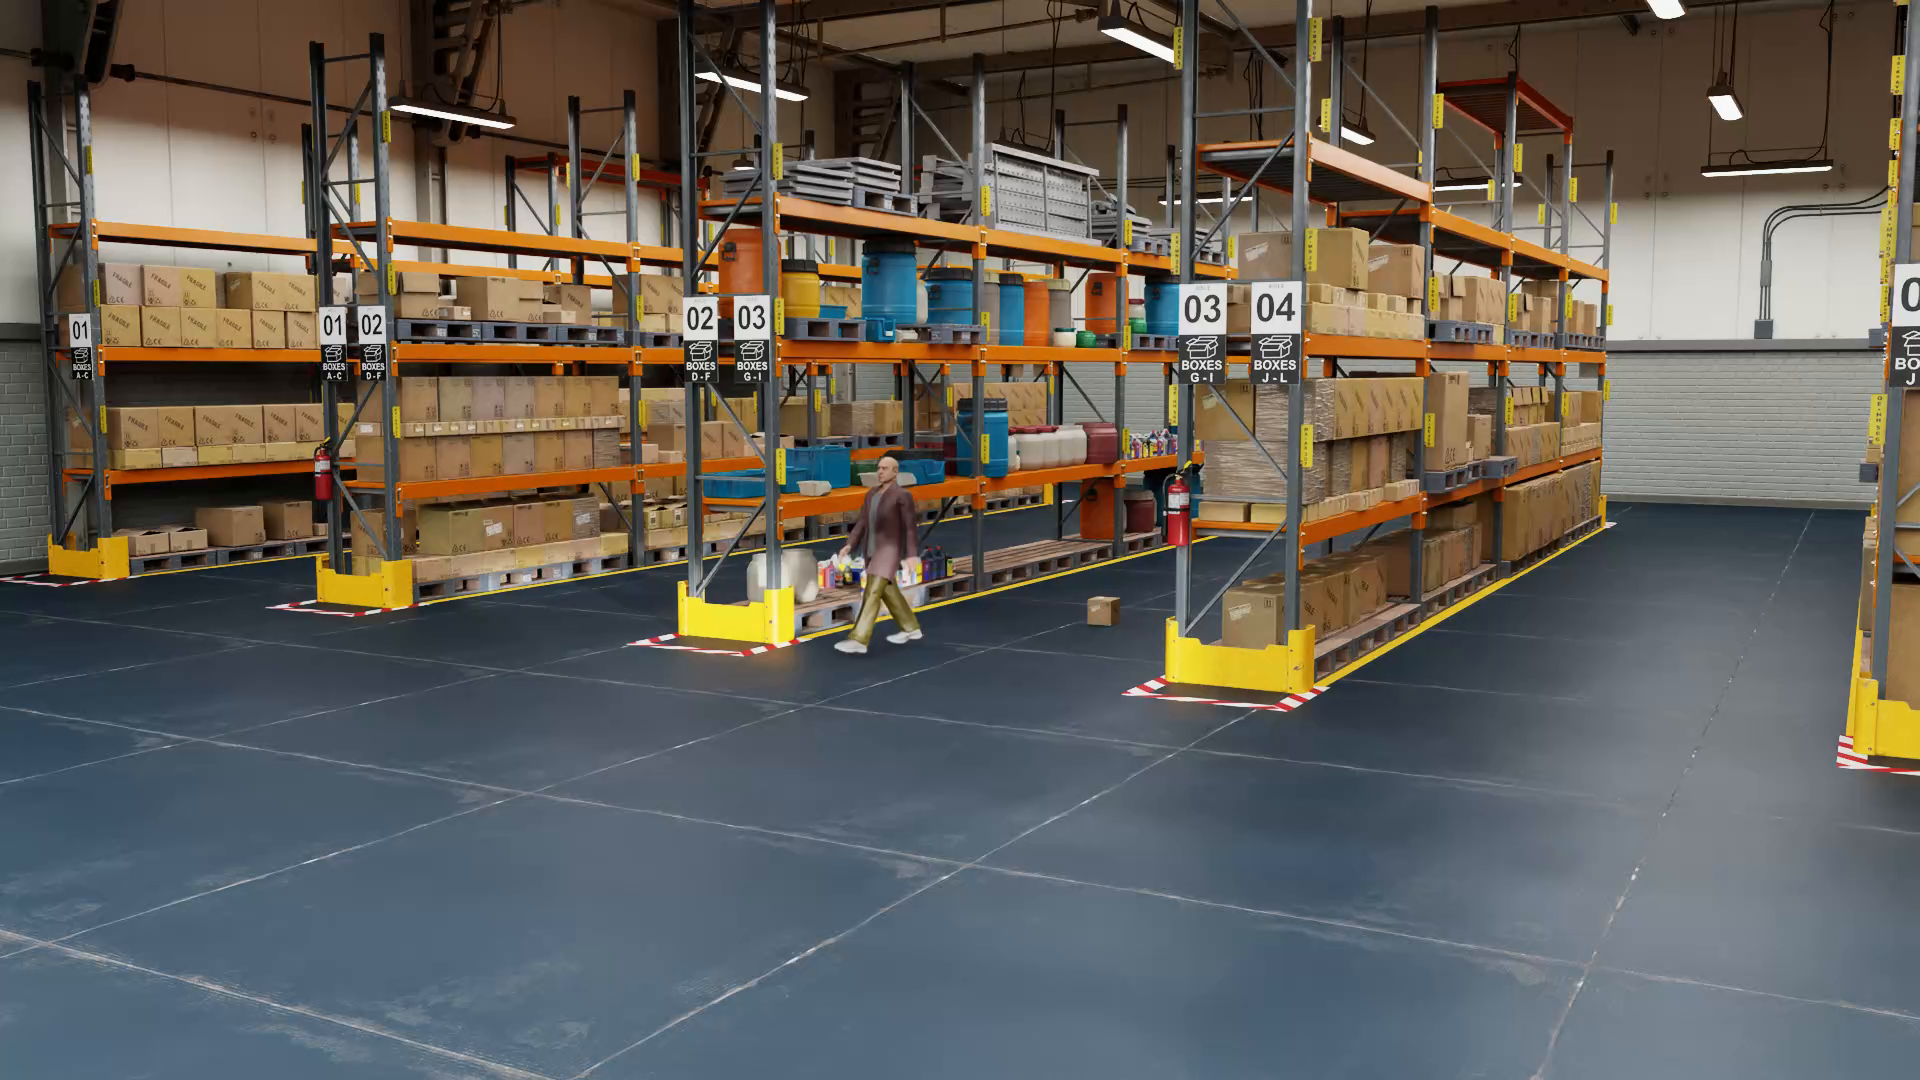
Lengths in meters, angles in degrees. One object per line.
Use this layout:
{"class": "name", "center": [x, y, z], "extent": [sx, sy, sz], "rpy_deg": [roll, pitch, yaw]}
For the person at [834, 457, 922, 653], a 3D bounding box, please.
{"class": "person", "center": [-0.756, 0.118, 14.851], "extent": [1.119, 1.715, 0.571], "rpy_deg": [-5, 8, -40]}
